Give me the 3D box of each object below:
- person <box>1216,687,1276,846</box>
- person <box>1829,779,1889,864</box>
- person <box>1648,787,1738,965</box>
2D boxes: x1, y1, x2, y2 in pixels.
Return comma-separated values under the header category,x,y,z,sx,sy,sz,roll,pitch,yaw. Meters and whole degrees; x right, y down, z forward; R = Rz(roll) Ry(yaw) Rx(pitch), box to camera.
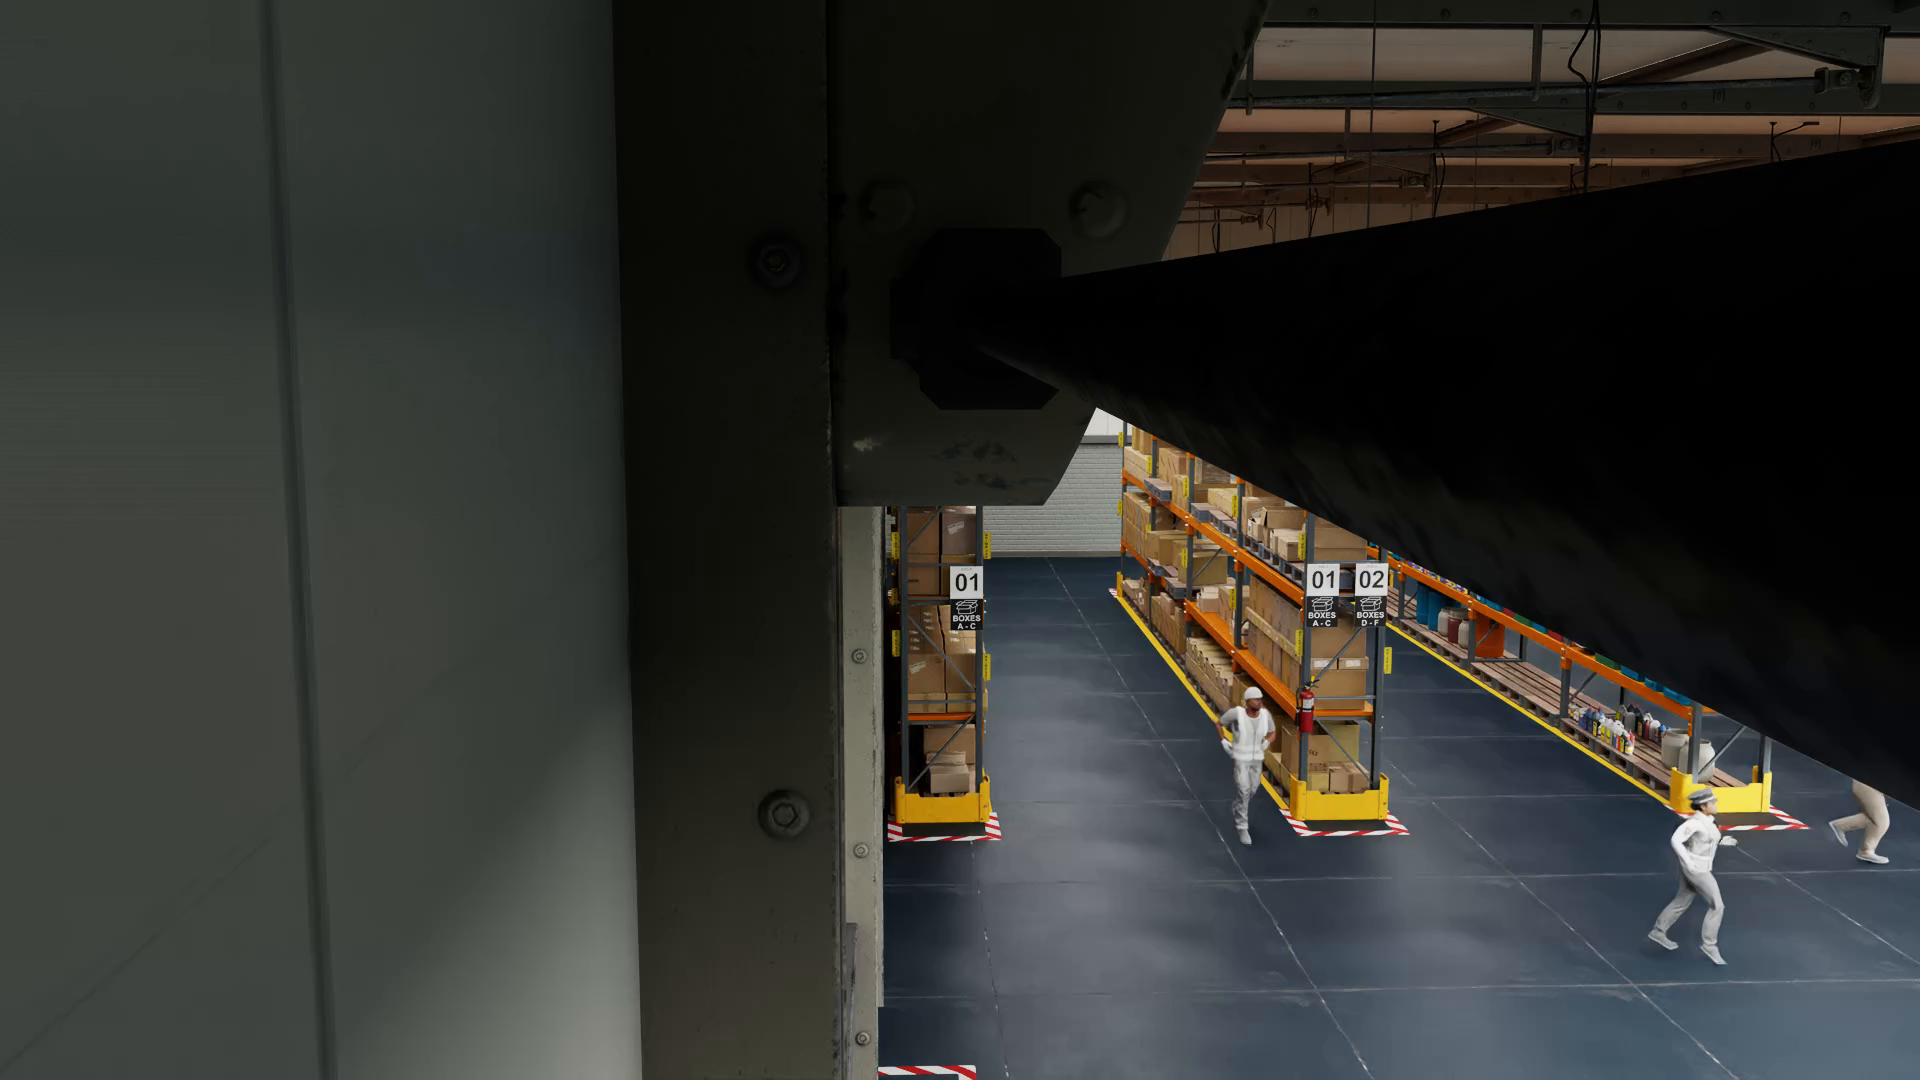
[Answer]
category,x,y,z,sx,sy,sz,roll,pitch,yaw
person,3.492,2.650,20.001,0.690,1.799,0.957,-3,8,-19
person,10.336,2.839,19.017,0.626,1.683,0.684,4,9,29
person,7.164,3.245,16.212,0.731,1.761,0.581,3,9,21
